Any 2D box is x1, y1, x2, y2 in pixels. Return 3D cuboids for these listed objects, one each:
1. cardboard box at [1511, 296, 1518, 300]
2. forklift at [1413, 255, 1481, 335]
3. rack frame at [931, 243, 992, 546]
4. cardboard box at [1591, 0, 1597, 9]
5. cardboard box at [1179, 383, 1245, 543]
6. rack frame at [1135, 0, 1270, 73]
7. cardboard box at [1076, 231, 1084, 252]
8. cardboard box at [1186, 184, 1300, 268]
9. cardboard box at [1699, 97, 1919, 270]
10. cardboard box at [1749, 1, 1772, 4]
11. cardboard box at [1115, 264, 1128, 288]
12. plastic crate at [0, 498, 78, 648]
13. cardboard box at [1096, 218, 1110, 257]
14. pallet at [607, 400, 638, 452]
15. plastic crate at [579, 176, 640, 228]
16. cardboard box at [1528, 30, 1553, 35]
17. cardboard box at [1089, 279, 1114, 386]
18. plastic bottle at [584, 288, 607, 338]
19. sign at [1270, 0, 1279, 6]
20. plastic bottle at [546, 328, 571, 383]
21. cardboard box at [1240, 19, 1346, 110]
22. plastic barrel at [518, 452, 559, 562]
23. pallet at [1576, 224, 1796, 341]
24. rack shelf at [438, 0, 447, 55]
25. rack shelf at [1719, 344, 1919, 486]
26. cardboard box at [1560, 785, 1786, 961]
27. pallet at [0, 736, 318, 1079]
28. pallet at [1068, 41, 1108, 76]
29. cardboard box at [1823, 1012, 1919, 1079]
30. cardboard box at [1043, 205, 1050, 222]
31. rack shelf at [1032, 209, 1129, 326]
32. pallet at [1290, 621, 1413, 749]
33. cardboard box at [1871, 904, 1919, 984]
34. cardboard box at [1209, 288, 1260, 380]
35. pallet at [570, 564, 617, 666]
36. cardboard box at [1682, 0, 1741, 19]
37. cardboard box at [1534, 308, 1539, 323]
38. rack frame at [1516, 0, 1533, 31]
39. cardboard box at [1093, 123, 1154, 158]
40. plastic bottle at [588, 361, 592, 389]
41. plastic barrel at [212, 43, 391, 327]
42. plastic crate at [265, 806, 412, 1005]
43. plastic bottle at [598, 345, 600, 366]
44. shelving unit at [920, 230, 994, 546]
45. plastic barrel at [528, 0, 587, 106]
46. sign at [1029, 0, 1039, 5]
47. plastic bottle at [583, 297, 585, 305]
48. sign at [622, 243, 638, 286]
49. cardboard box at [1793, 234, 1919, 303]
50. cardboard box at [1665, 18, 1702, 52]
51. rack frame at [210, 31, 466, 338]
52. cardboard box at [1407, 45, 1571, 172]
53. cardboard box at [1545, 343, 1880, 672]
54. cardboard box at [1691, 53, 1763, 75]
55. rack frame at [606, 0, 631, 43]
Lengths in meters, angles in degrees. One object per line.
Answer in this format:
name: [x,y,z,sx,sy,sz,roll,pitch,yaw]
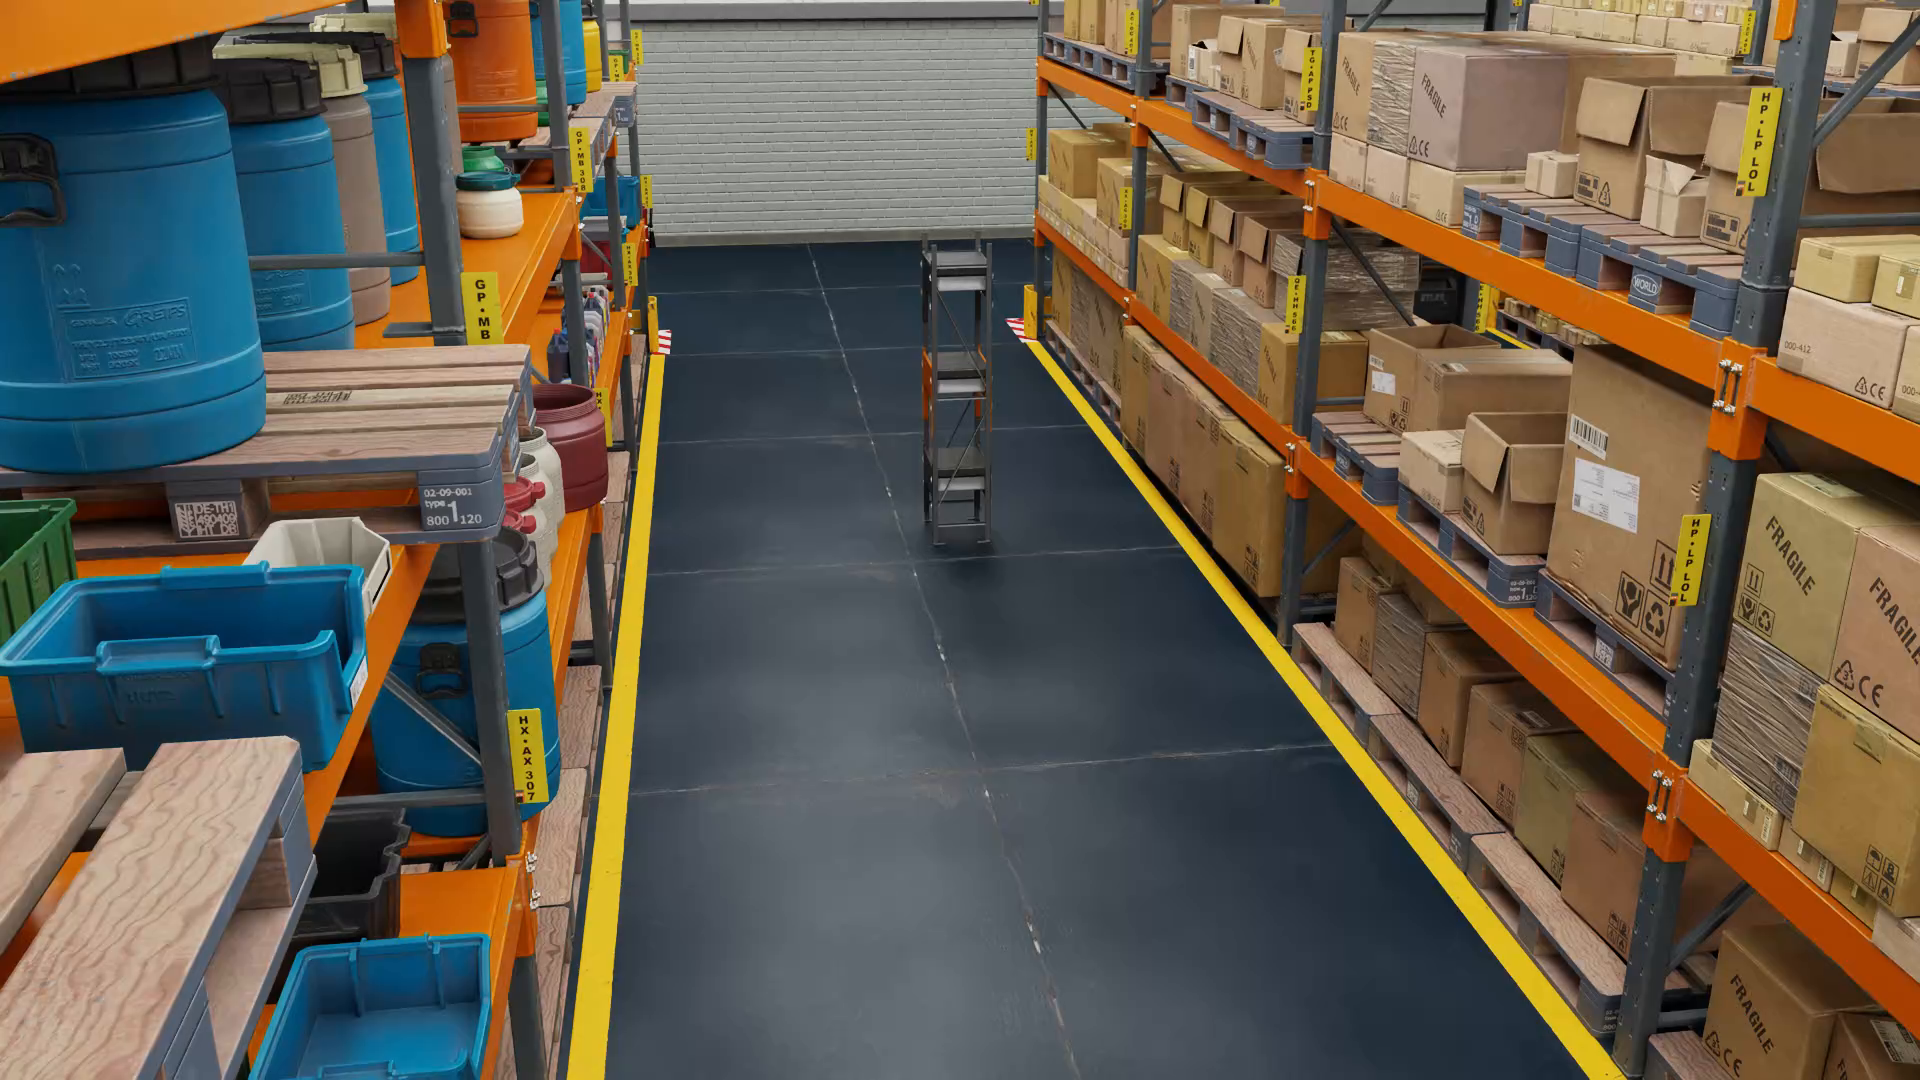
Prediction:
cardboard box: [6.015,-2.593,17.421,0.380,0.149,0.250,-2,21,-5]
forklift: [4.047,-2.641,14.597,1.130,2.935,3.031,-3,21,-8]
rack frame: [0.011,-0.956,11.276,0.400,2.100,0.015,-3,21,-8]
cardboard box: [6.177,-5.064,15.631,0.380,0.149,0.250,-2,21,-6]
cardboard box: [2.224,-0.552,11.344,1.225,0.875,0.875,-3,21,-8]
rack frame: [1.848,-4.997,12.234,1.000,3.000,0.127,-3,21,-8]
cardboard box: [1.258,-2.691,14.994,0.380,0.149,0.250,-3,21,-7]
cardboard box: [2.035,-2.245,11.862,0.797,0.503,0.637,-3,21,-7]
cardboard box: [3.031,-1.235,5.701,0.797,0.503,0.637,-4,21,-10]
cardboard box: [6.870,-4.451,13.988,0.380,0.149,0.250,-3,21,-8]
cardboard box: [1.479,-2.158,13.566,0.380,0.149,0.250,-3,21,-7]
plastic crate: [-1.942,0.087,3.212,0.336,0.188,0.450,-3,21,-8]
cardboard box: [1.447,-2.575,14.111,0.500,0.250,0.500,-2,21,-6]
pallet: [-3.198,-0.883,13.779,1.003,0.211,1.213,-3,21,-8]
plastic crate: [-3.397,-3.260,16.021,0.616,0.435,0.499,-3,21,-8]
cardboard box: [6.005,-4.953,16.619,0.500,0.250,0.500,-2,21,-6]
cardboard box: [1.702,-1.932,15.039,0.875,0.875,0.875,-3,21,-8]
plastic bottle: [-2.597,-1.612,11.816,0.144,0.351,0.185,-3,21,-8]
sign: [2.383,-4.012,12.696,0.100,0.325,0.005,-3,21,-8]
plastic bottle: [-2.570,-1.176,10.649,0.144,0.351,0.185,-3,21,-8]
cardboard box: [2.053,-2.953,10.304,0.500,0.500,0.500,-2,21,-5]
plastic barrel: [-2.057,-0.113,7.572,0.421,0.512,0.421,0,20,0]
pallet: [3.017,-0.953,5.963,1.213,0.211,1.003,-3,21,-8]
rack shelf: [-2.189,-2.146,6.199,1.077,0.370,4.000,-3,21,-8]
rack shelf: [3.289,0.207,3.615,1.077,0.370,4.000,-3,21,-8]
cardboard box: [2.934,1.334,6.800,0.700,0.500,0.500,-5,21,-12]
pallet: [-1.346,0.610,1.779,1.003,0.211,1.213,-3,21,-8]
pallet: [1.567,-4.256,14.663,1.003,0.211,1.213,-3,21,-8]
cardboard box: [3.109,1.896,5.326,0.500,0.500,0.500,4,21,9]
cardboard box: [1.034,-3.226,16.425,0.380,0.149,0.250,-3,21,-9]
rack shelf: [1.559,-2.542,15.264,1.077,0.370,4.000,-3,21,-8]
pallet: [2.535,0.775,9.339,1.003,0.211,1.213,-3,21,-8]
cardboard box: [2.861,1.137,4.743,0.380,0.149,0.250,-3,21,-8]
cardboard box: [1.964,-1.360,10.926,0.500,0.500,0.500,-4,21,-10]
pallet: [-2.632,0.483,10.120,1.003,0.211,1.213,-3,21,-8]
cardboard box: [6.409,-4.523,14.181,0.380,0.149,0.250,-2,21,-6]
cardboard box: [6.114,-2.278,17.004,0.380,0.149,0.250,-3,21,-7]
rack frame: [6.194,-6.597,16.518,1.000,3.000,0.127,-3,21,-8]
cardboard box: [1.601,-3.837,16.419,0.500,0.500,0.500,-3,21,-7]
plastic bottle: [-2.342,-1.019,10.342,0.097,0.271,0.097,0,20,0]
plastic barrel: [-2.283,-1.199,5.635,0.600,0.901,0.600,0,20,0]
plastic crate: [-1.951,1.050,4.707,0.767,0.338,0.504,-3,21,-8]
plastic bottle: [-2.455,-1.257,11.079,0.097,0.201,0.097,0,20,0]
shelving unit: [-0.024,-1.041,11.502,0.431,2.100,0.503,-3,21,-8]
plastic barrel: [-2.656,-3.191,10.368,0.600,0.901,0.708,-3,21,-8]
sign: [0.721,-5.398,16.231,0.100,0.325,0.005,-3,21,-8]
plastic bottle: [-2.798,-1.711,12.294,0.097,0.201,0.097,0,20,0]
sign: [-2.509,-2.094,12.639,0.100,0.325,0.005,-3,21,-8]
cardboard box: [2.743,-0.811,4.957,0.380,0.149,0.250,-4,21,-9]
cardboard box: [6.389,-4.299,14.152,0.500,0.250,0.500,-4,21,-10]
rack frame: [-1.900,-1.978,4.149,1.000,3.000,0.127,-3,21,-8]
cardboard box: [2.386,-1.963,7.540,0.500,0.500,0.500,-4,21,-9]
cardboard box: [3.025,-0.177,6.445,1.000,1.000,1.000,-3,21,-7]
cardboard box: [6.432,-3.893,13.780,0.500,0.250,0.500,-2,21,-6]
rack frame: [-3.630,-6.132,15.274,1.000,3.000,0.127,-3,21,-8]
